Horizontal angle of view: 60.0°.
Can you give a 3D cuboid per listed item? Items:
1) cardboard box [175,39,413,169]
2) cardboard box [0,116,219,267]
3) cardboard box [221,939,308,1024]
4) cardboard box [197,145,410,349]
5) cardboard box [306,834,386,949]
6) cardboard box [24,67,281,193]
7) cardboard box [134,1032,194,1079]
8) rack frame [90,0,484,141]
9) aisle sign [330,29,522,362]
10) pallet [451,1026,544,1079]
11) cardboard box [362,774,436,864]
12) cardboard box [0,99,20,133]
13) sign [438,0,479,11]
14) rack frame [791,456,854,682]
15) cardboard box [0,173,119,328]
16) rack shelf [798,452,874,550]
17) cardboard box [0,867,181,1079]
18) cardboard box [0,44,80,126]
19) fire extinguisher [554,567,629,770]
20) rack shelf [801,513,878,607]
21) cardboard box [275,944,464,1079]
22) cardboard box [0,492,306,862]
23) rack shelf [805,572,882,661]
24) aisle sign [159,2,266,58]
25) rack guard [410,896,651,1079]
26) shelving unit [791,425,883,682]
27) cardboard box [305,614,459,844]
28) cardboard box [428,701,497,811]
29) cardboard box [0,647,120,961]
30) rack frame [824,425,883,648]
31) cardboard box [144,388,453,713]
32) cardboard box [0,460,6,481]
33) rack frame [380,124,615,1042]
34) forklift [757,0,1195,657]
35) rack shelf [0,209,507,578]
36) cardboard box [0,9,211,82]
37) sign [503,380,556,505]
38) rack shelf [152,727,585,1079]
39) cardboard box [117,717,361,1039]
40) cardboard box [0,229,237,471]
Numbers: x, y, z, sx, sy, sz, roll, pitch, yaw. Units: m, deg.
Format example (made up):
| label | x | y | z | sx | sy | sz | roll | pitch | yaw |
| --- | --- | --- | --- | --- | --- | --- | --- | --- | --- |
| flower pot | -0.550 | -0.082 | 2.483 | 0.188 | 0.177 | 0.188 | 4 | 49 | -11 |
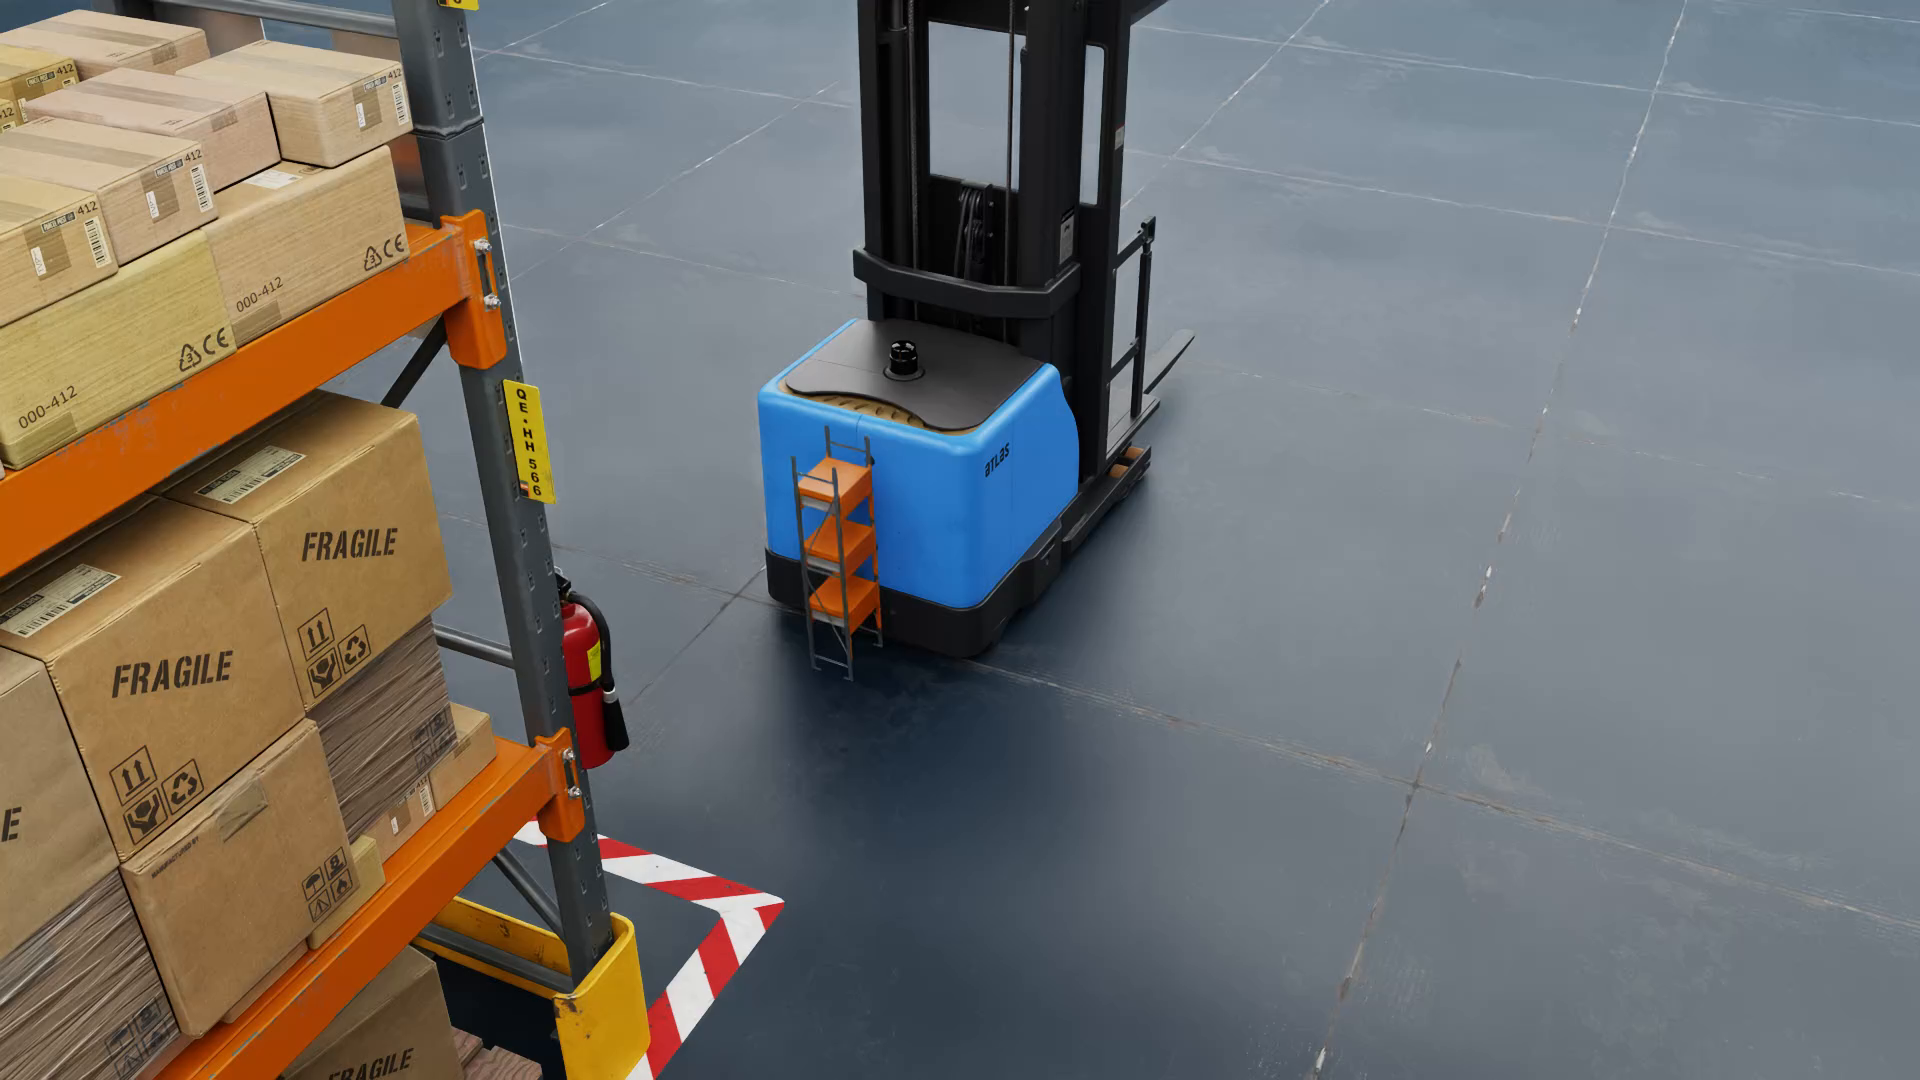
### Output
| label | x | y | z | sx | sy | sz | roll | pitch | yaw |
| --- | --- | --- | --- | --- | --- | --- | --- | --- | --- |
| cardboard box | -1.370 | -0.904 | 3.430 | 0.380 | 0.149 | 0.250 | 14 | 36 | 20 |
| cardboard box | -1.600 | -0.640 | 3.027 | 0.380 | 0.149 | 0.250 | 13 | 35 | 18 |
| cardboard box | -1.750 | 0.921 | 3.839 | 0.380 | 0.149 | 0.250 | 14 | 36 | 20 |
| cardboard box | -1.508 | -0.648 | 3.405 | 0.500 | 0.250 | 0.500 | 15 | 36 | 22 |
| cardboard box | -1.632 | 0.800 | 4.024 | 0.380 | 0.149 | 0.250 | 14 | 36 | 20 |
| cardboard box | -1.585 | -0.801 | 3.274 | 0.380 | 0.149 | 0.250 | 13 | 35 | 19 |
| cardboard box | -1.892 | 1.036 | 3.664 | 0.380 | 0.149 | 0.250 | 14 | 36 | 20 |
| rack frame | -1.537 | -2.264 | 2.996 | 1.000 | 3.000 | 0.127 | 14 | 36 | 20 |
| aisle sign | -1.238 | -0.804 | 3.870 | 0.394 | 0.787 | 0.004 | 14 | 36 | 20 |
| pallet | -1.941 | 1.845 | 4.743 | 1.003 | 0.211 | 1.213 | 14 | 36 | 20 |
| cardboard box | -1.574 | 0.664 | 4.232 | 0.380 | 0.149 | 0.250 | 14 | 36 | 20 |
| cardboard box | -2.052 | -0.768 | 3.224 | 0.380 | 0.149 | 0.250 | 14 | 36 | 20 |
| sign | -1.041 | -1.242 | 3.366 | 0.100 | 0.325 | 0.005 | 14 | 36 | 20 |
| rack frame | -0.541 | 0.132 | 6.592 | 0.200 | 1.050 | 0.008 | 16 | 39 | 23 |
| cardboard box | -1.683 | -0.509 | 2.828 | 0.380 | 0.149 | 0.250 | 14 | 36 | 21 |
| rack shelf | -0.491 | -0.154 | 6.519 | 0.215 | 0.259 | 0.240 | 16 | 39 | 23 |
| cardboard box | -2.141 | 0.862 | 3.338 | 0.875 | 0.500 | 0.500 | 14 | 36 | 20 |
| cardboard box | -2.058 | -0.923 | 3.459 | 0.380 | 0.149 | 0.250 | 15 | 36 | 22 |
| fire extinguisher | -1.070 | 0.326 | 4.588 | 0.296 | 0.674 | 0.183 | 14 | 36 | 20 |
| rack shelf | -0.484 | 0.076 | 6.685 | 0.215 | 0.259 | 0.240 | 16 | 39 | 23 |
| cardboard box | -1.813 | 1.422 | 4.743 | 0.500 | 0.500 | 0.500 | 21 | 39 | 29 |
| cardboard box | -1.746 | 0.241 | 3.372 | 0.500 | 0.500 | 0.500 | 14 | 36 | 20 |
| rack shelf | -0.478 | 0.301 | 6.848 | 0.215 | 0.259 | 0.240 | 16 | 39 | 23 |
| aisle sign | -1.783 | -0.942 | 4.080 | 0.394 | 0.787 | 0.004 | 14 | 36 | 20 |
| rack guard | -1.569 | 1.328 | 5.269 | 1.175 | 0.500 | 0.348 | 14 | 36 | 20 |
| shelving unit | -0.485 | 0.067 | 6.679 | 0.215 | 1.050 | 0.252 | 16 | 39 | 23 |
| cardboard box | -1.792 | 0.346 | 4.124 | 0.875 | 0.500 | 0.500 | 14 | 36 | 20 |
| cardboard box | -1.469 | 0.539 | 4.421 | 0.380 | 0.149 | 0.250 | 14 | 36 | 20 |
| cardboard box | -1.958 | 0.490 | 2.993 | 0.500 | 0.500 | 0.500 | 14 | 36 | 20 |
| rack frame | -0.428 | 0.003 | 6.765 | 0.200 | 1.050 | 0.008 | 16 | 39 | 23 |
| cardboard box | -1.543 | -0.009 | 3.754 | 0.500 | 0.500 | 0.500 | 14 | 36 | 20 |
| cardboard box | -1.936 | -0.146 | 2.638 | 0.500 | 0.250 | 0.500 | 15 | 36 | 22 |
| rack frame | -1.537 | 0.245 | 4.641 | 1.000 | 3.000 | 0.127 | 14 | 36 | 20 |
| forklift | 0.288 | -1.528 | 7.408 | 1.130 | 2.935 | 3.031 | 16 | 36 | 23 |
| rack shelf | -2.374 | 0.287 | 2.497 | 1.077 | 0.370 | 4.000 | 14 | 36 | 20 |
| cardboard box | -1.862 | -1.029 | 3.622 | 0.380 | 0.149 | 0.250 | 14 | 36 | 20 |
| sign | -1.041 | -0.234 | 4.027 | 0.100 | 0.325 | 0.005 | 14 | 36 | 20 |
| rack shelf | -2.374 | 1.542 | 3.319 | 1.077 | 0.370 | 4.000 | 14 | 36 | 20 |
| cardboard box | -1.892 | 0.623 | 3.702 | 0.875 | 0.500 | 0.500 | 14 | 36 | 20 |
| cardboard box | -1.714 | -0.399 | 3.024 | 0.500 | 0.250 | 0.500 | 14 | 36 | 21 |
